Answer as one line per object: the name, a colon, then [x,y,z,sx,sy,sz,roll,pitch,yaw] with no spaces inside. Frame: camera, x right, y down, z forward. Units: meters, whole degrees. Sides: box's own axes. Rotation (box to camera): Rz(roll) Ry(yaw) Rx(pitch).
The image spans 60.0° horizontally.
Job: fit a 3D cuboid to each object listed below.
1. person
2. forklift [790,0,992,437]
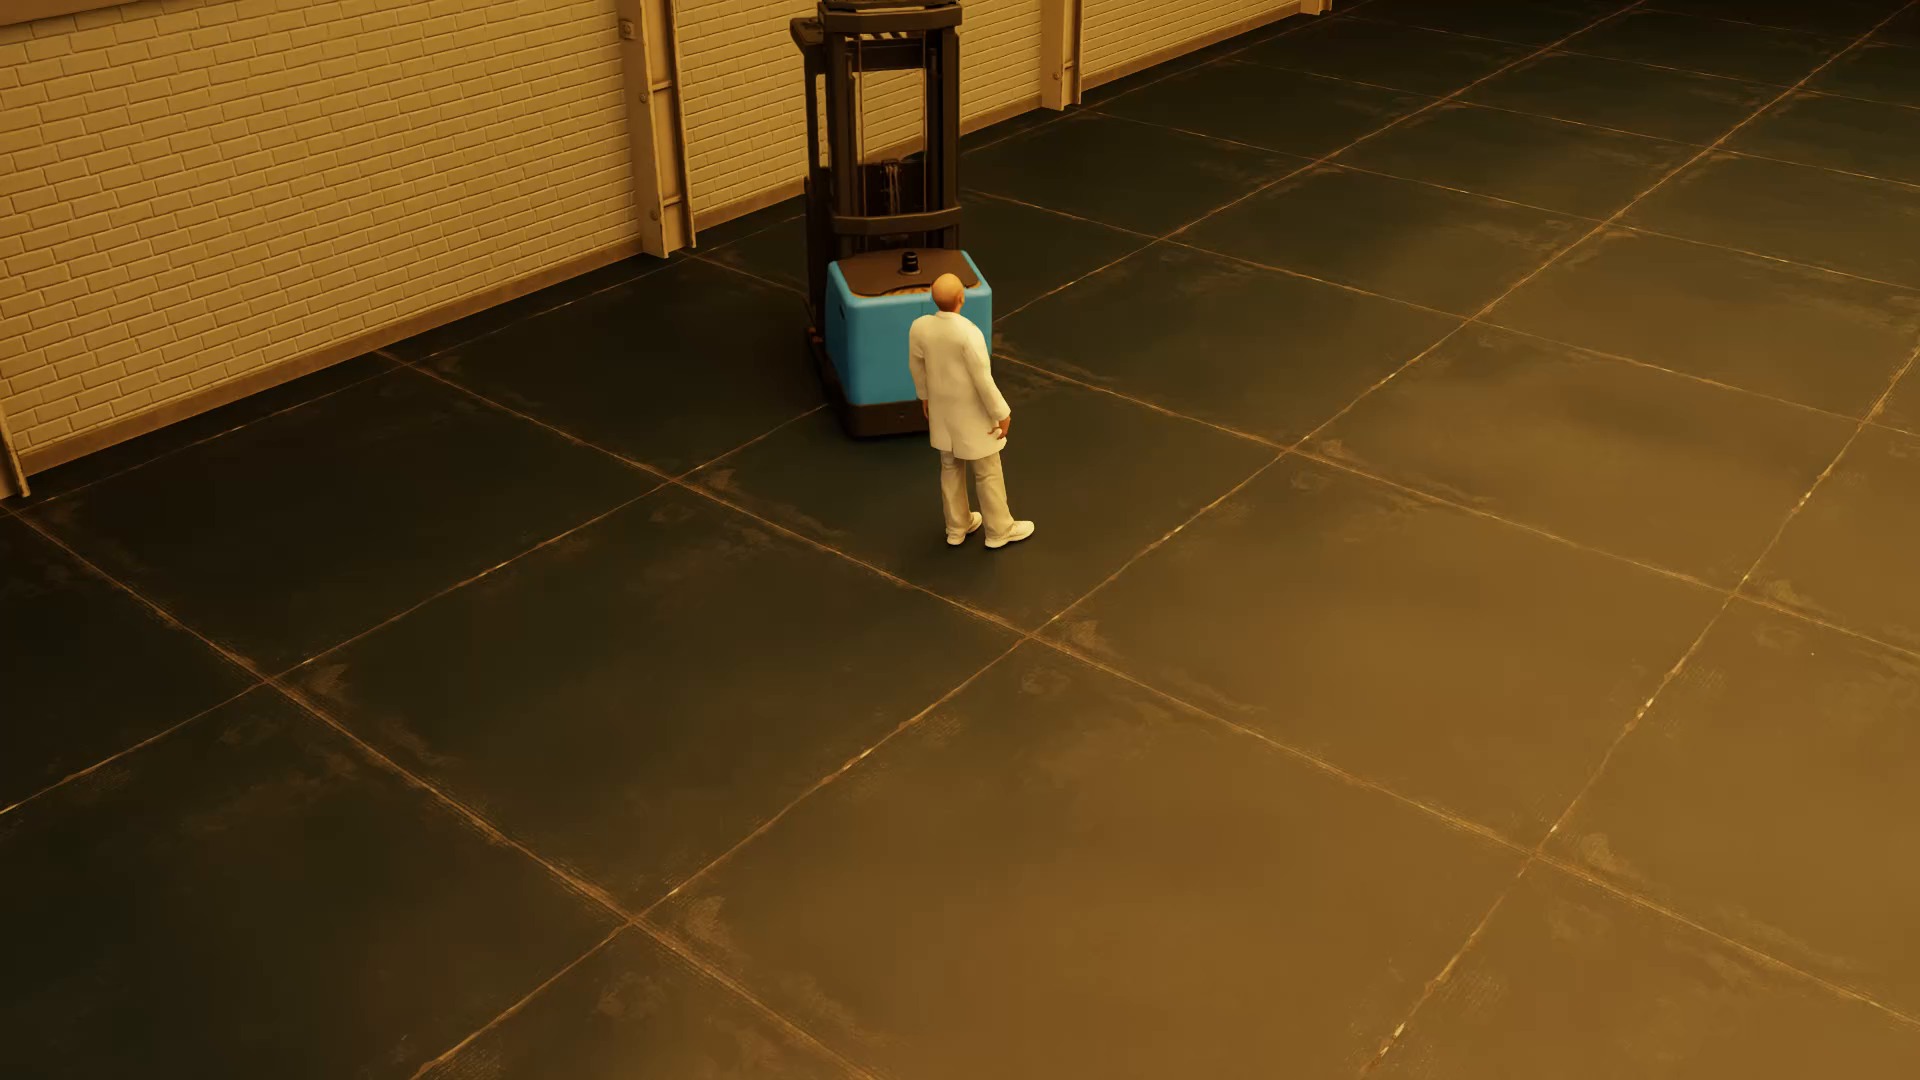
person: [0.061,-0.808,10.107,0.696,1.777,0.578,22,37,33]
forklift: [-0.601,-2.715,12.241,1.130,2.935,3.031,-7,31,-11]
